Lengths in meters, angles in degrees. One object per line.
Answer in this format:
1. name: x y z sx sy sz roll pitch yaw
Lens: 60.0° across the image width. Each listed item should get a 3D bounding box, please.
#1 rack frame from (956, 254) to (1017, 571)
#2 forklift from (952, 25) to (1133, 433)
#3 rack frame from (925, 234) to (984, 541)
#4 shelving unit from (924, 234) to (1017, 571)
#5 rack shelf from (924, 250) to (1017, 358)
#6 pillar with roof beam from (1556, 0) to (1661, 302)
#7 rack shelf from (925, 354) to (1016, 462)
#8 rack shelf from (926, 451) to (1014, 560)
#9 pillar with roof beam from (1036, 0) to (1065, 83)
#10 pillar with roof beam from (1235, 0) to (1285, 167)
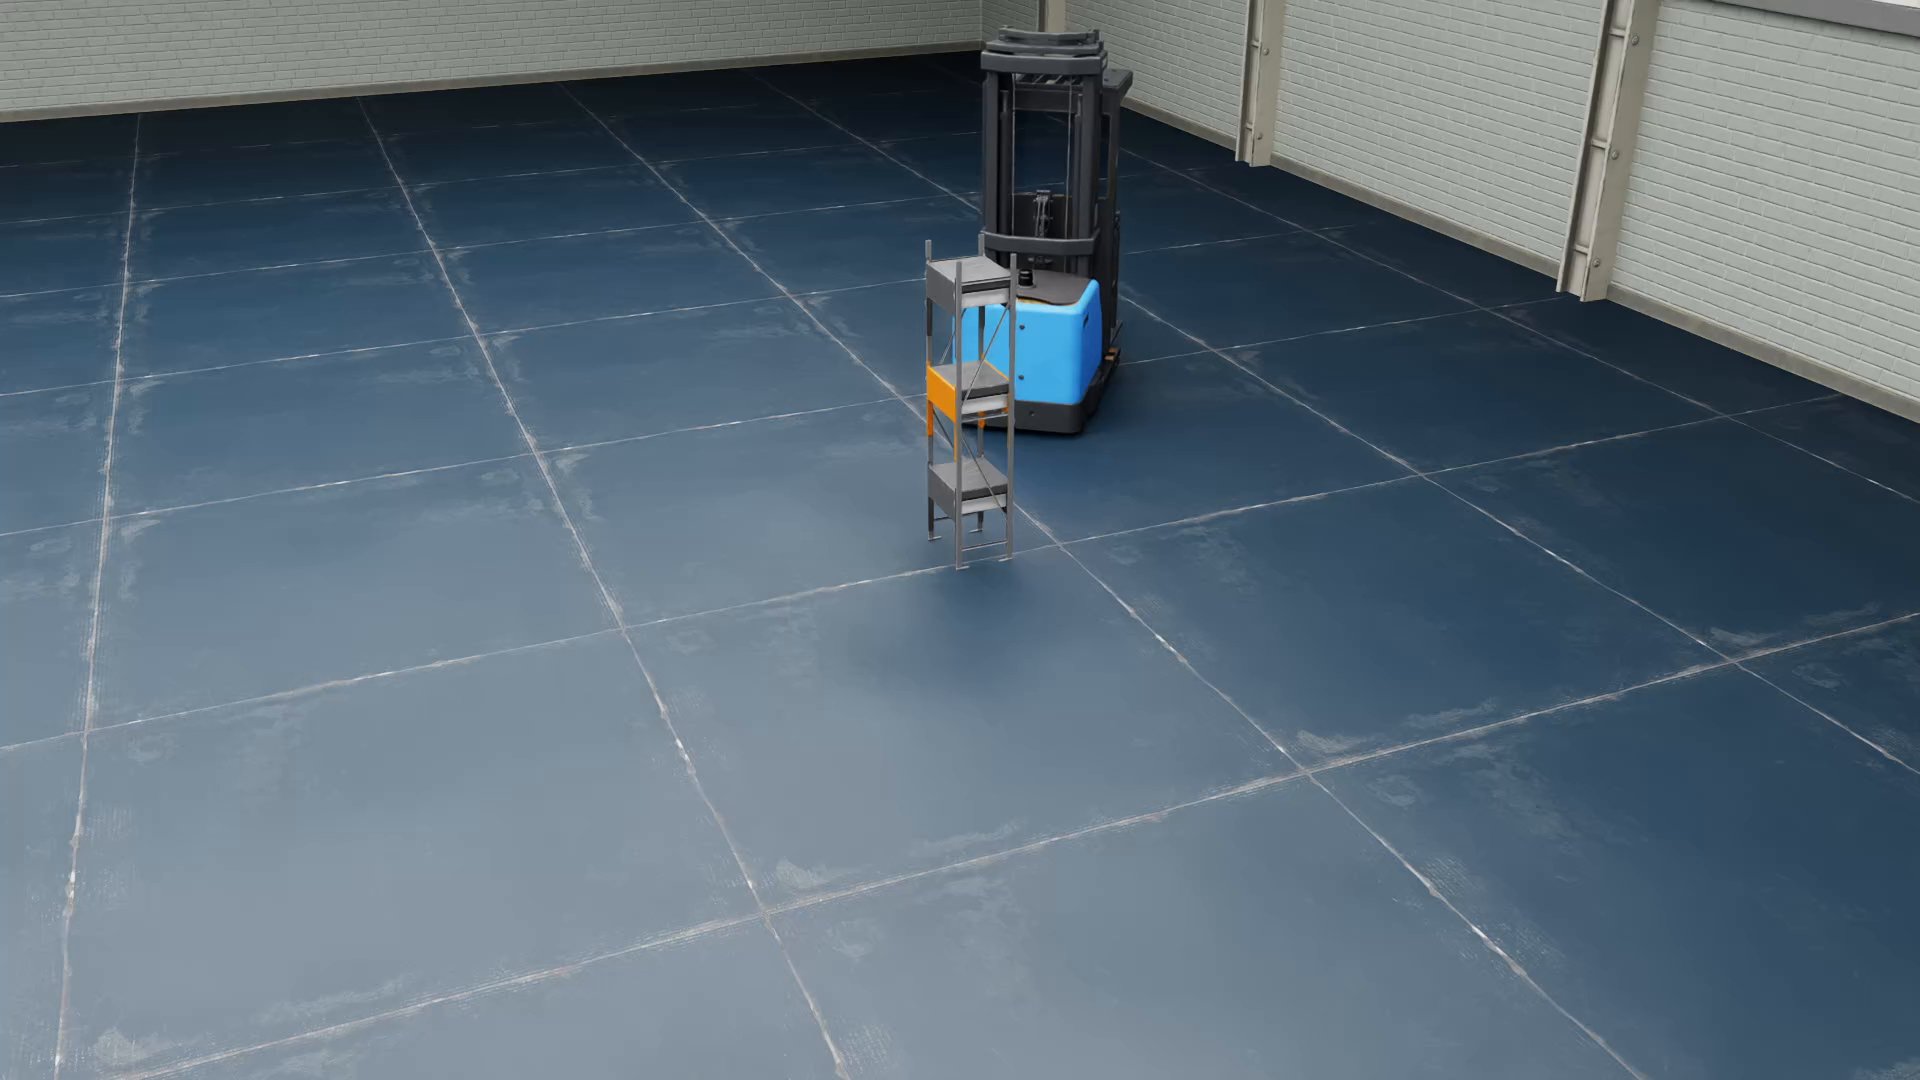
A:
1. rack frame: 0.160 -0.778 10.597 0.400 2.100 0.015 -11 28 -21
2. forklift: 0.780 -2.772 13.732 1.130 2.935 3.031 6 27 13
3. rack frame: -0.031 -0.975 11.000 0.400 2.100 0.015 -11 28 -21
4. shelving unit: 0.065 -0.877 10.799 0.431 2.100 0.503 -11 28 -21
5. rack shelf: 0.065 -1.493 10.497 0.431 0.518 0.480 -11 28 -21
6. pillar with roof beam: 2.148 -5.719 12.852 9.100 9.000 0.400 -11 28 -21
7. rack shelf: 0.065 -0.864 10.805 0.431 0.518 0.480 -11 28 -21
8. rack shelf: 0.065 -0.235 11.112 0.431 0.518 0.480 -11 28 -21
9. pillar with roof beam: -2.551 -10.563 22.774 9.100 9.000 0.400 -11 28 -21
10. pillar with roof beam: -0.202 -8.141 17.813 9.100 9.000 0.400 -11 28 -21
